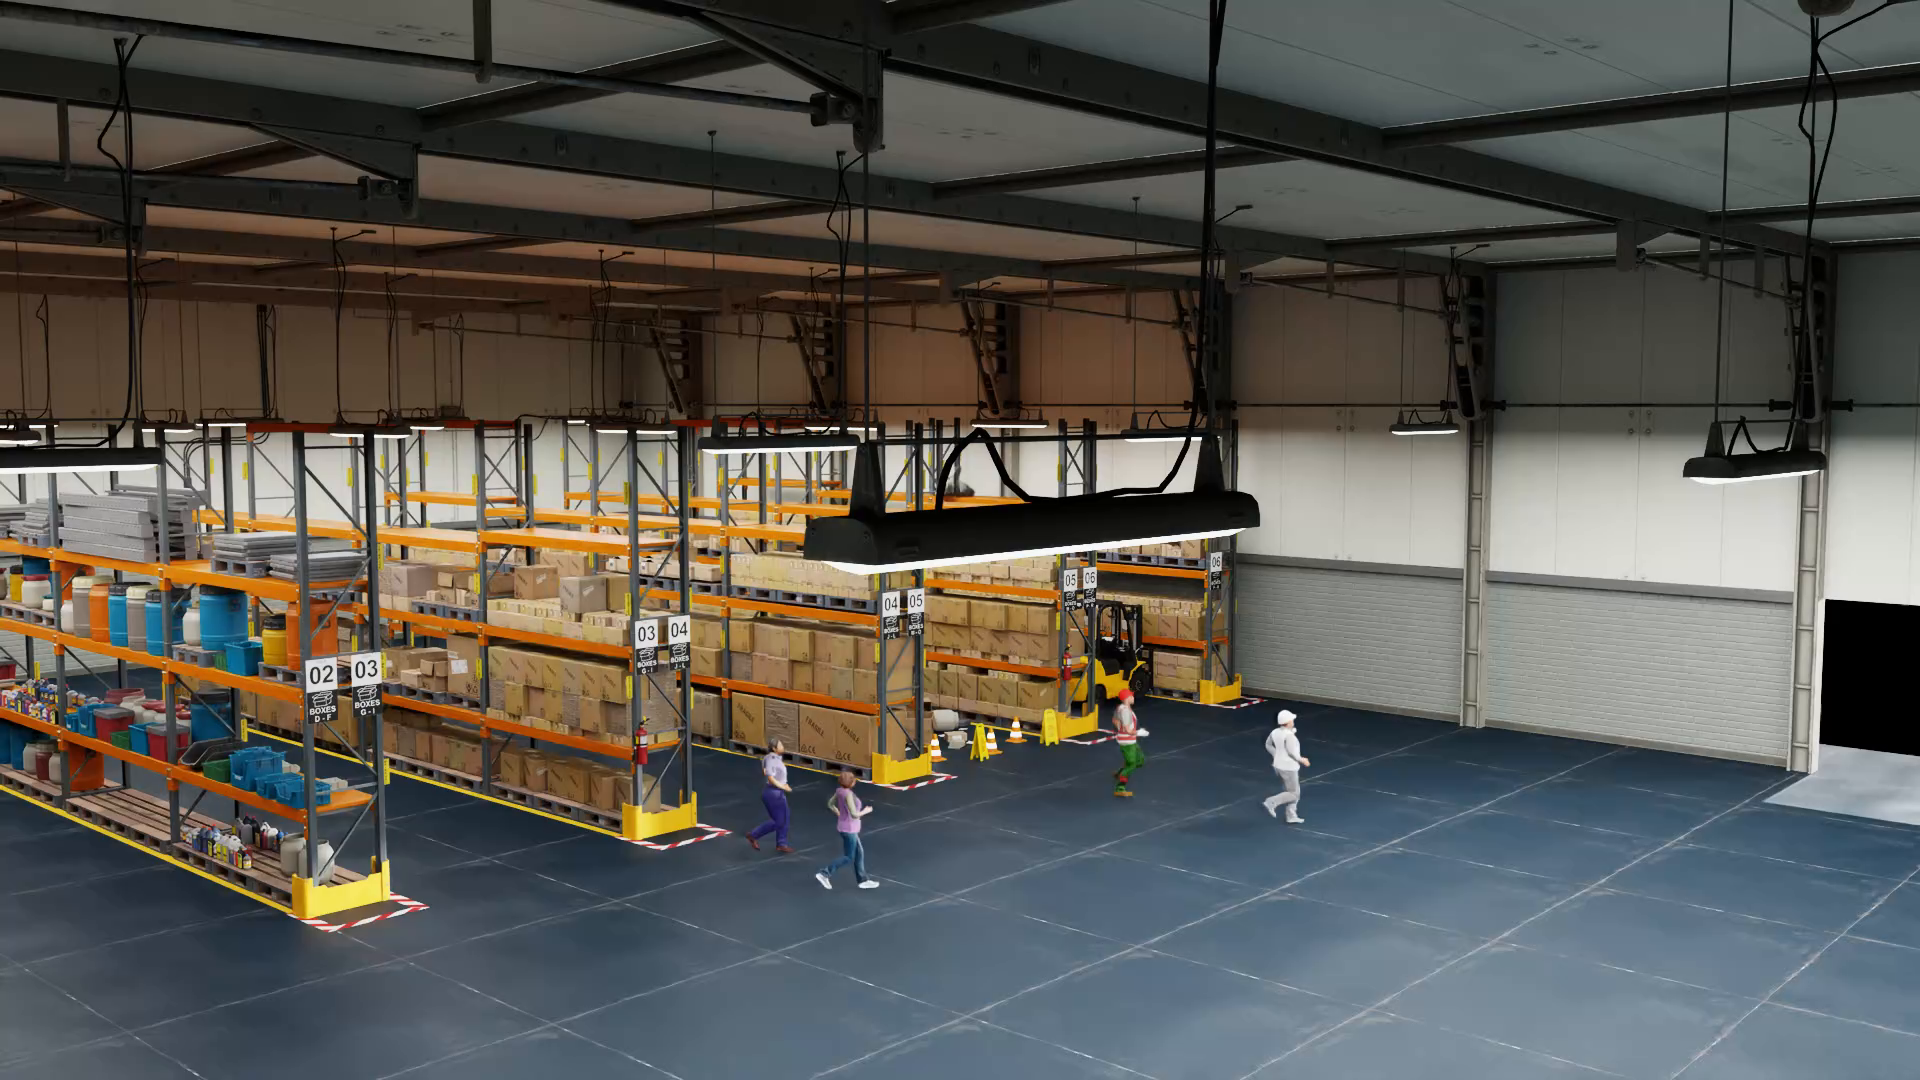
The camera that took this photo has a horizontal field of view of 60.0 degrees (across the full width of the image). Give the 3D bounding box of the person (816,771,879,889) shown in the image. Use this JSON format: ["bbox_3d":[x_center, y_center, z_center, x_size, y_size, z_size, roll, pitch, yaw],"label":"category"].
[{"bbox_3d":[-1.459,3.765,21.512,0.879,1.573,0.550,-2,5,-20],"label":"person"}]

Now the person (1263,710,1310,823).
[{"bbox_3d":[4.870,3.431,25.032,0.756,1.750,0.663,-2,5,-19],"label":"person"}]

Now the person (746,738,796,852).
[{"bbox_3d":[-2.672,3.619,23.472,0.717,1.633,0.632,-1,5,-8],"label":"person"}]

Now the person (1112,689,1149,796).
[{"bbox_3d":[2.753,3.262,26.853,0.577,1.744,0.649,0,5,3],"label":"person"}]
